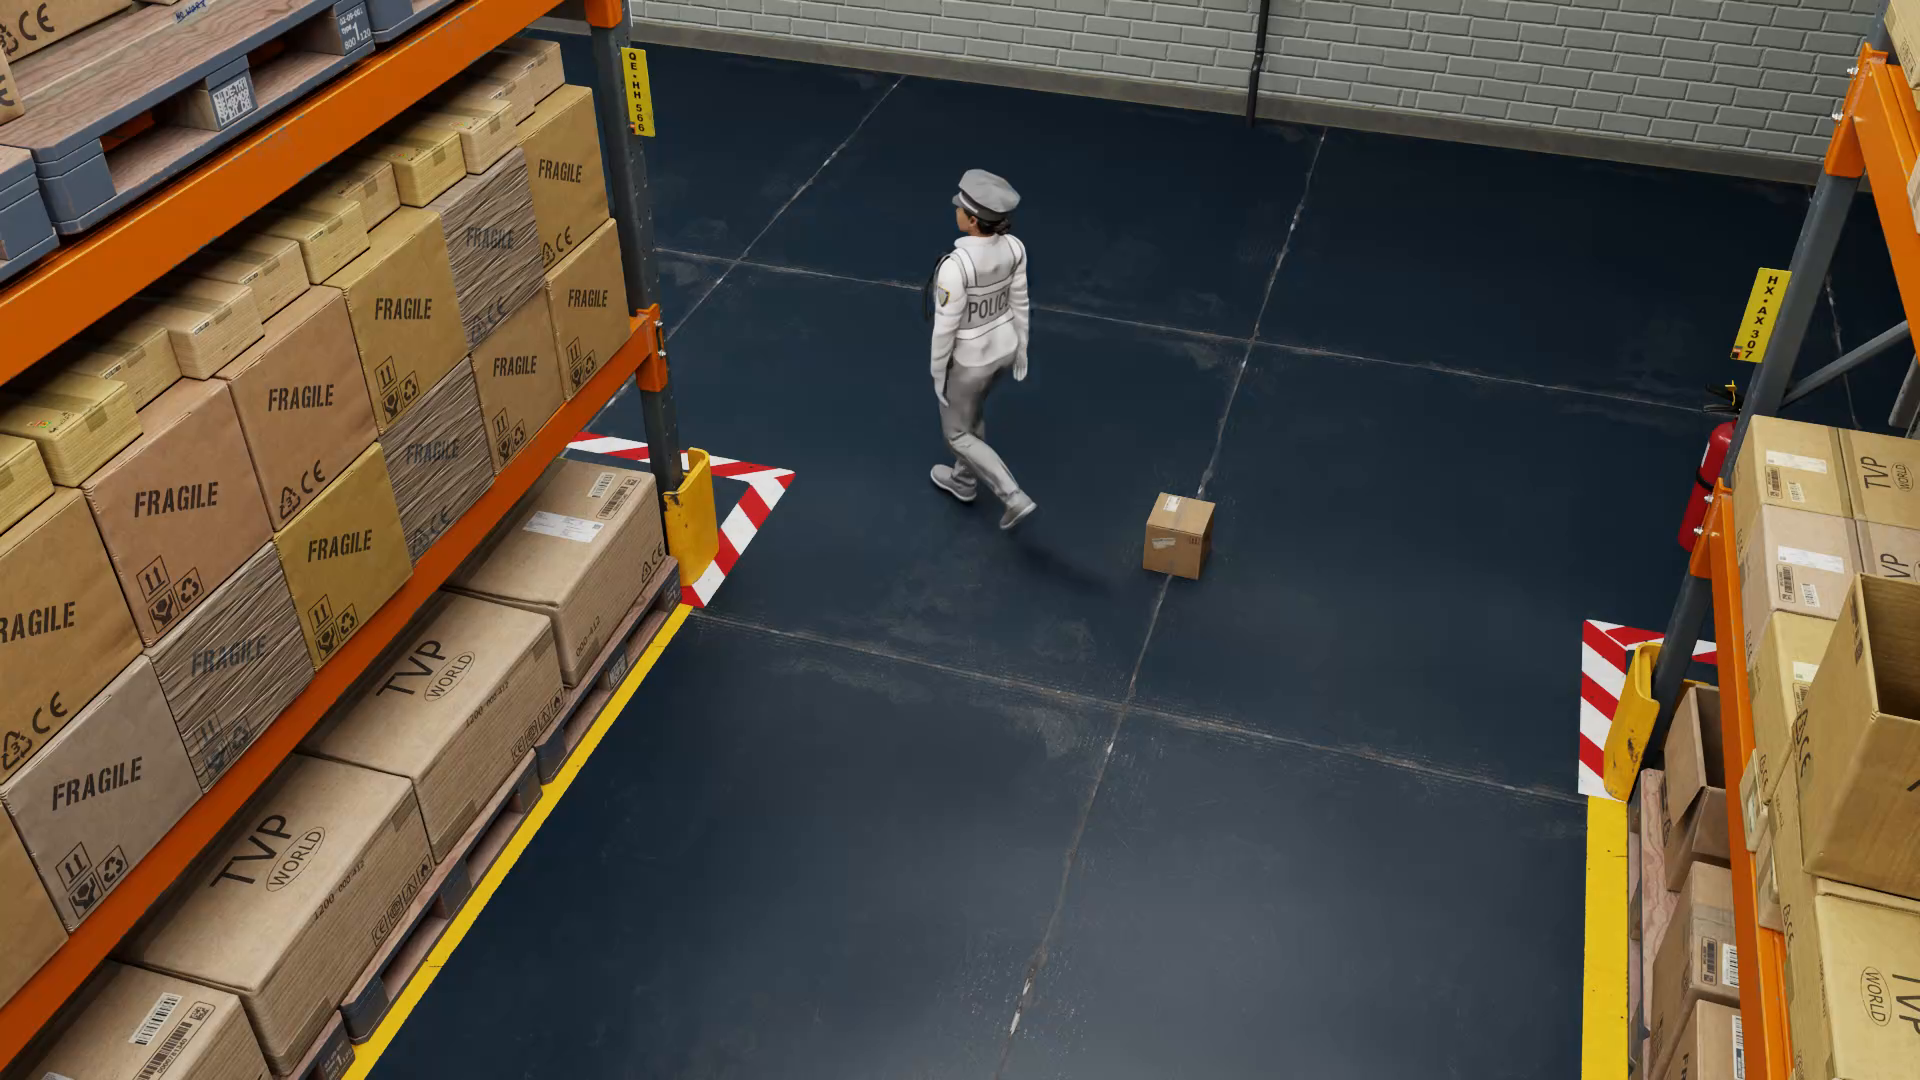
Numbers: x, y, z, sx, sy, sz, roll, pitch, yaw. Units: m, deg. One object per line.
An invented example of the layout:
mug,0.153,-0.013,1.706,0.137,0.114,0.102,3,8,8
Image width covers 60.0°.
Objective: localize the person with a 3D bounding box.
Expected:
person,0.061,-0.806,7.162,0.505,1.667,0.668,-30,47,-34
